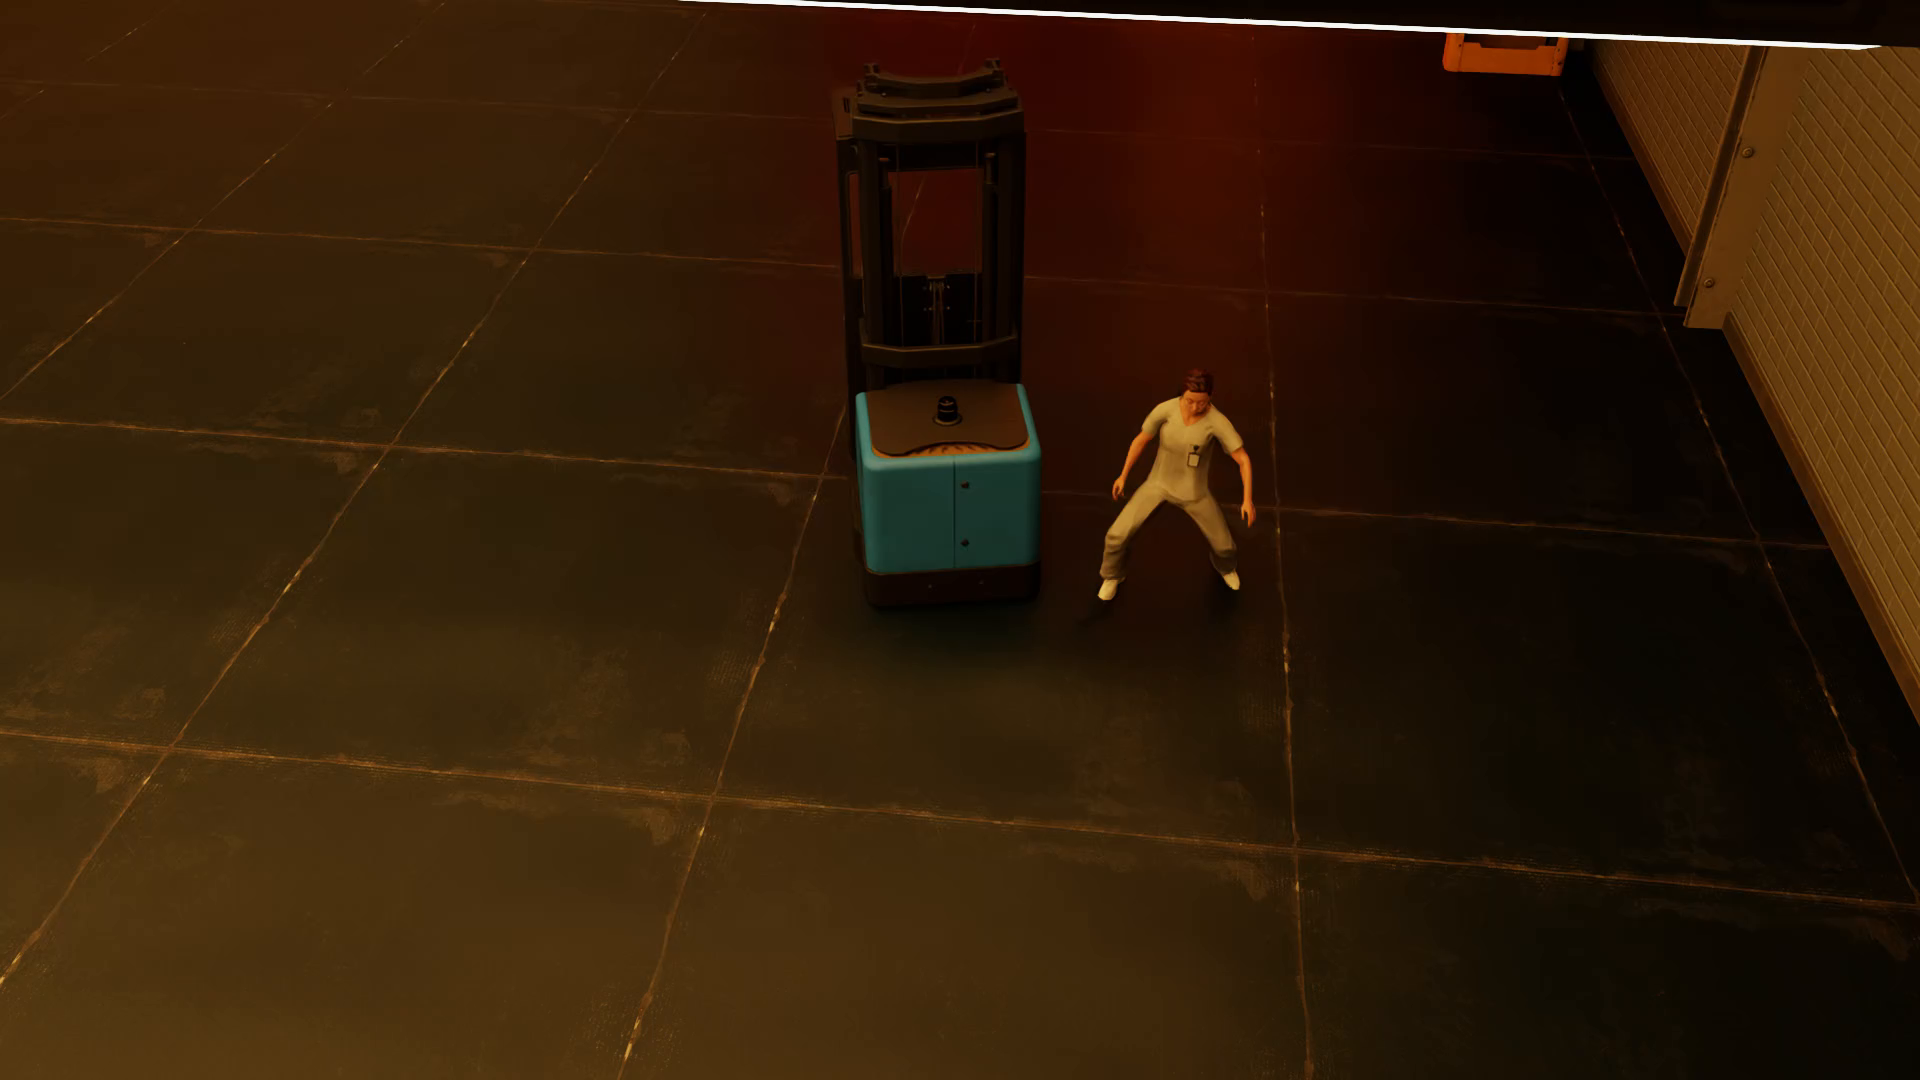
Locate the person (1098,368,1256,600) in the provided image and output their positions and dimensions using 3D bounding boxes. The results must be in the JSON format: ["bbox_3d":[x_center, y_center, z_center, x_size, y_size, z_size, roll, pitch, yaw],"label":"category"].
[{"bbox_3d":[1.317,-0.308,9.658,0.875,1.550,0.708,11,38,15],"label":"person"}]

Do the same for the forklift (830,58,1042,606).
[{"bbox_3d":[-0.191,-1.648,10.266,1.130,2.935,3.031,-4,37,-5],"label":"forklift"}]
